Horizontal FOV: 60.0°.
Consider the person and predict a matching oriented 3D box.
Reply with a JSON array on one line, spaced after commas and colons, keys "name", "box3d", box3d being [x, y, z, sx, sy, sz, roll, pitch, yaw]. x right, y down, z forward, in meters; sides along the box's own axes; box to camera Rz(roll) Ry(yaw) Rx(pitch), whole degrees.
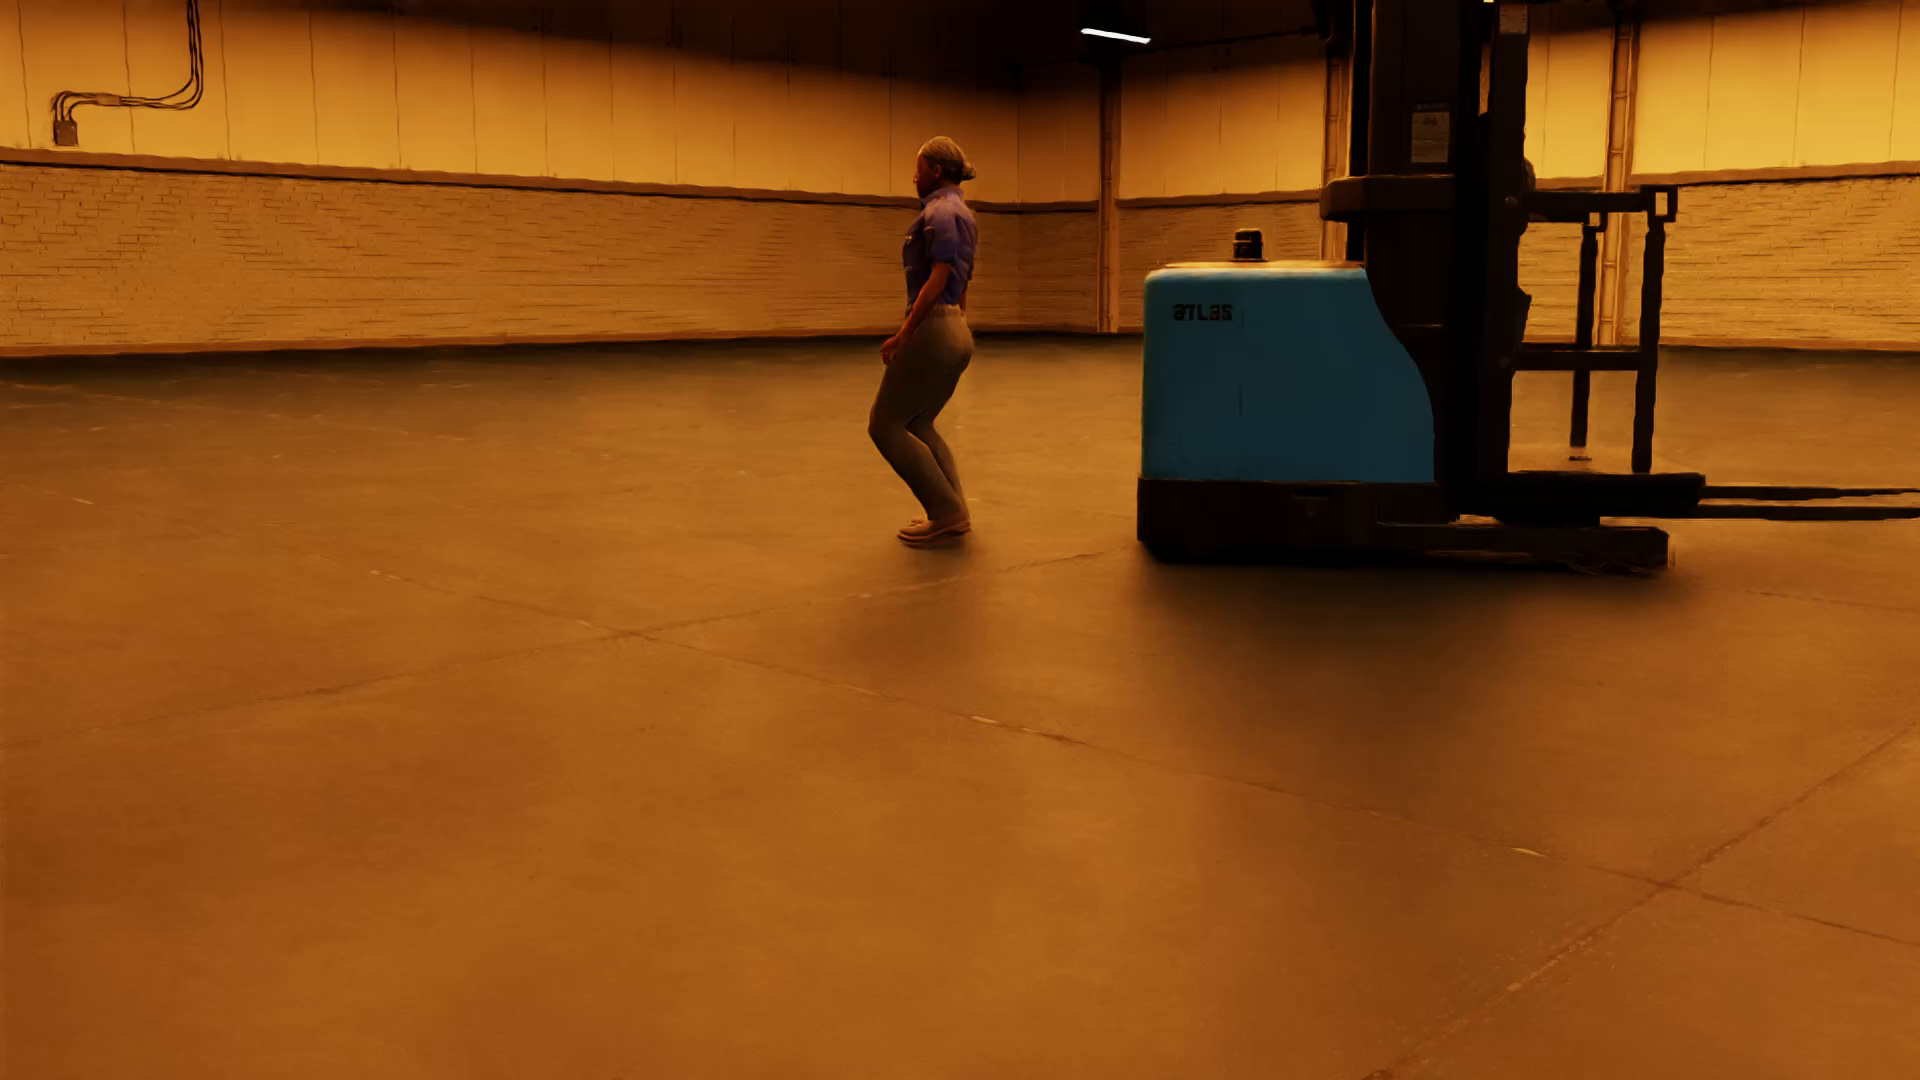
[{"name": "person", "box3d": [-0.117, -0.794, 6.632, 0.398, 1.597, 0.667, 2, 9, 14]}]

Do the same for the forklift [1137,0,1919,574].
[{"name": "forklift", "box3d": [2.224, -1.414, 6.261, 3.031, 2.935, 1.130, 1, 9, 8]}]
